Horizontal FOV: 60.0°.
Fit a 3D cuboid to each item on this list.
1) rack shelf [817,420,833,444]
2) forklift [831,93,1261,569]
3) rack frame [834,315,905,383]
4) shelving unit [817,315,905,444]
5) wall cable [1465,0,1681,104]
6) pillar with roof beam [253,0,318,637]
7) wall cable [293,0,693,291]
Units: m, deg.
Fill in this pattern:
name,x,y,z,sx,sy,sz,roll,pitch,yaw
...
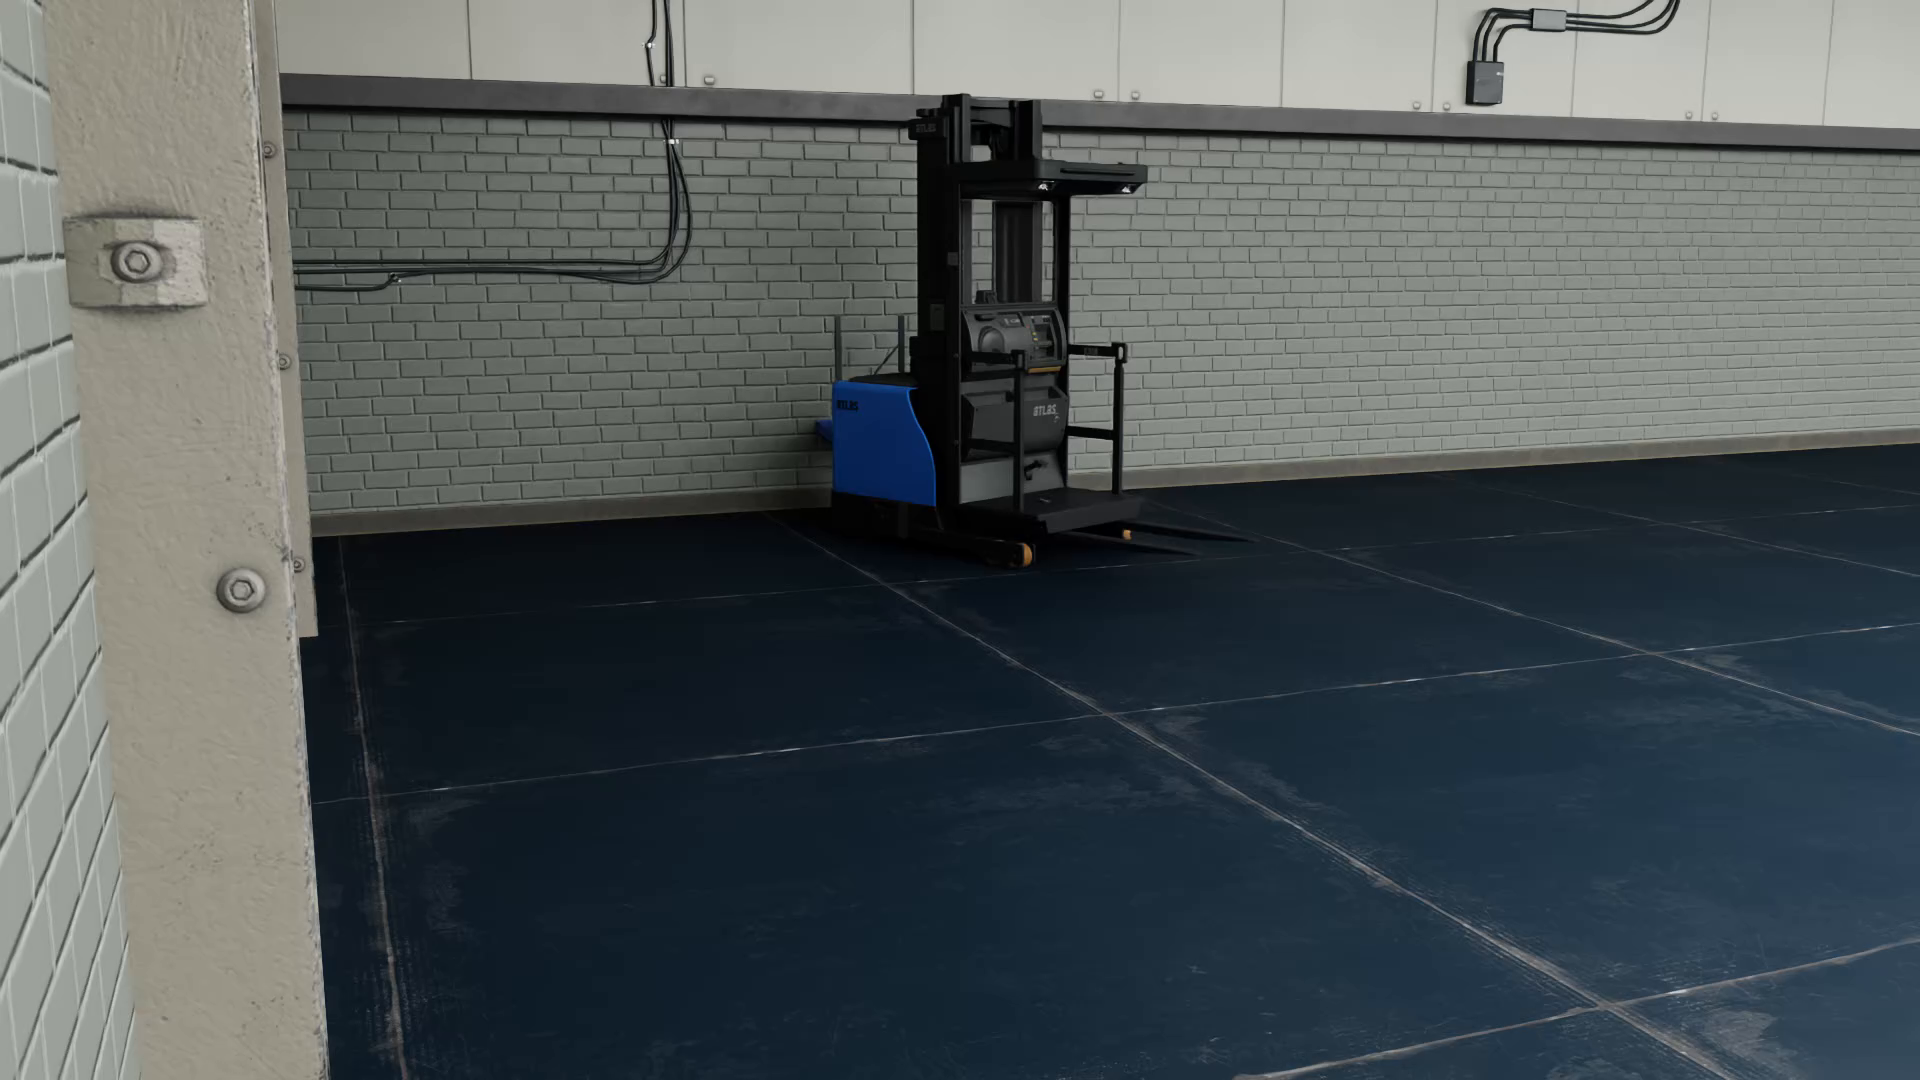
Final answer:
name,x,y,z,sx,sy,sz,roll,pitch,yaw
rack shelf,-0.759,-0.771,12.430,0.538,0.185,1.000,-3,12,-13
forklift,0.513,-1.365,10.724,3.031,2.935,1.130,9,14,43
rack frame,-0.640,-0.849,11.909,0.500,1.500,0.032,-3,12,-13
shelving unit,-0.759,-0.947,12.394,0.538,1.500,1.048,-3,12,-13
wall cable,5.474,-6.795,14.213,2.305,6.003,0.169,-4,11,-21
pillar with roof beam,0.467,-4.229,9.499,9.100,9.000,0.400,-4,11,-21
wall cable,-3.380,-2.992,11.410,3.097,2.526,0.112,-4,11,-21
